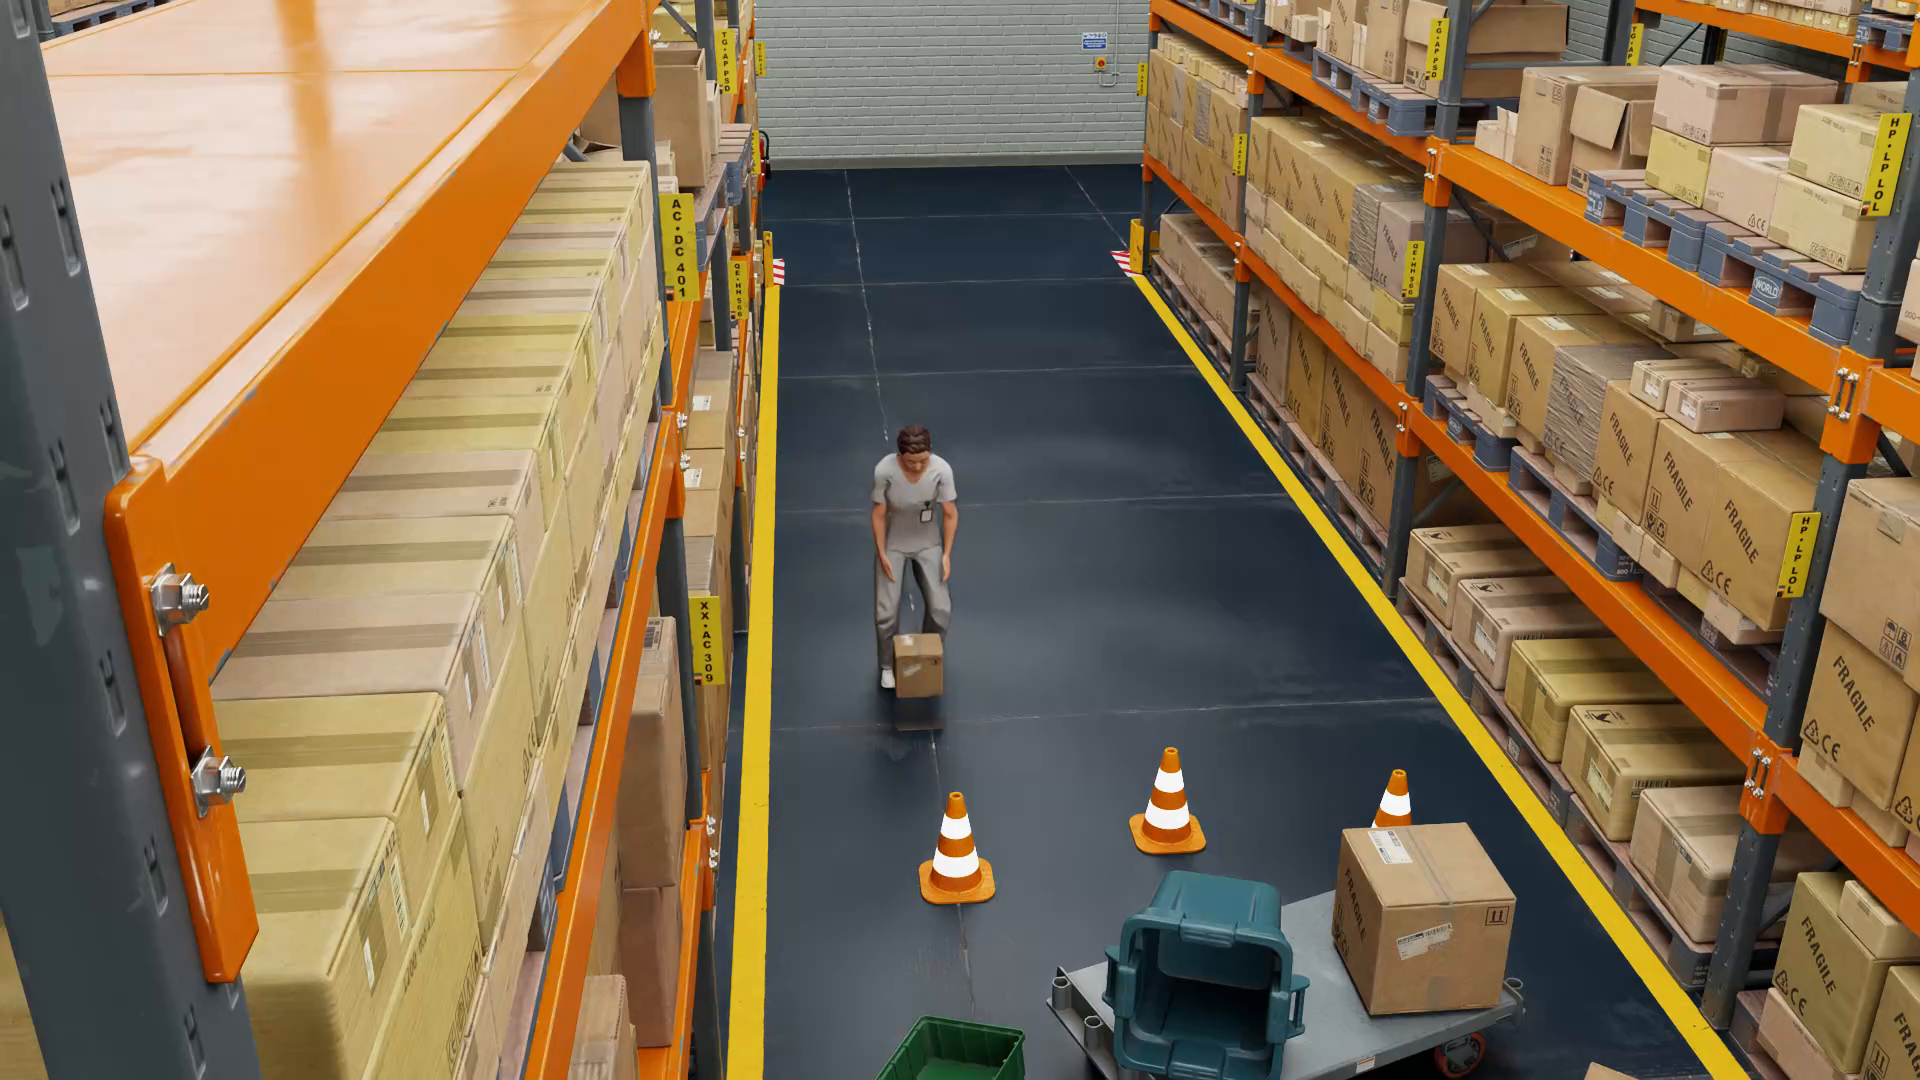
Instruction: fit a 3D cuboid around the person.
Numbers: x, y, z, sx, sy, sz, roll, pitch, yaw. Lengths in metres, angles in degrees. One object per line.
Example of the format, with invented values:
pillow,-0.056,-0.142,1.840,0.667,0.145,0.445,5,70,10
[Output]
person,-0.248,0.068,9.087,0.475,1.573,0.467,-2,24,-4
